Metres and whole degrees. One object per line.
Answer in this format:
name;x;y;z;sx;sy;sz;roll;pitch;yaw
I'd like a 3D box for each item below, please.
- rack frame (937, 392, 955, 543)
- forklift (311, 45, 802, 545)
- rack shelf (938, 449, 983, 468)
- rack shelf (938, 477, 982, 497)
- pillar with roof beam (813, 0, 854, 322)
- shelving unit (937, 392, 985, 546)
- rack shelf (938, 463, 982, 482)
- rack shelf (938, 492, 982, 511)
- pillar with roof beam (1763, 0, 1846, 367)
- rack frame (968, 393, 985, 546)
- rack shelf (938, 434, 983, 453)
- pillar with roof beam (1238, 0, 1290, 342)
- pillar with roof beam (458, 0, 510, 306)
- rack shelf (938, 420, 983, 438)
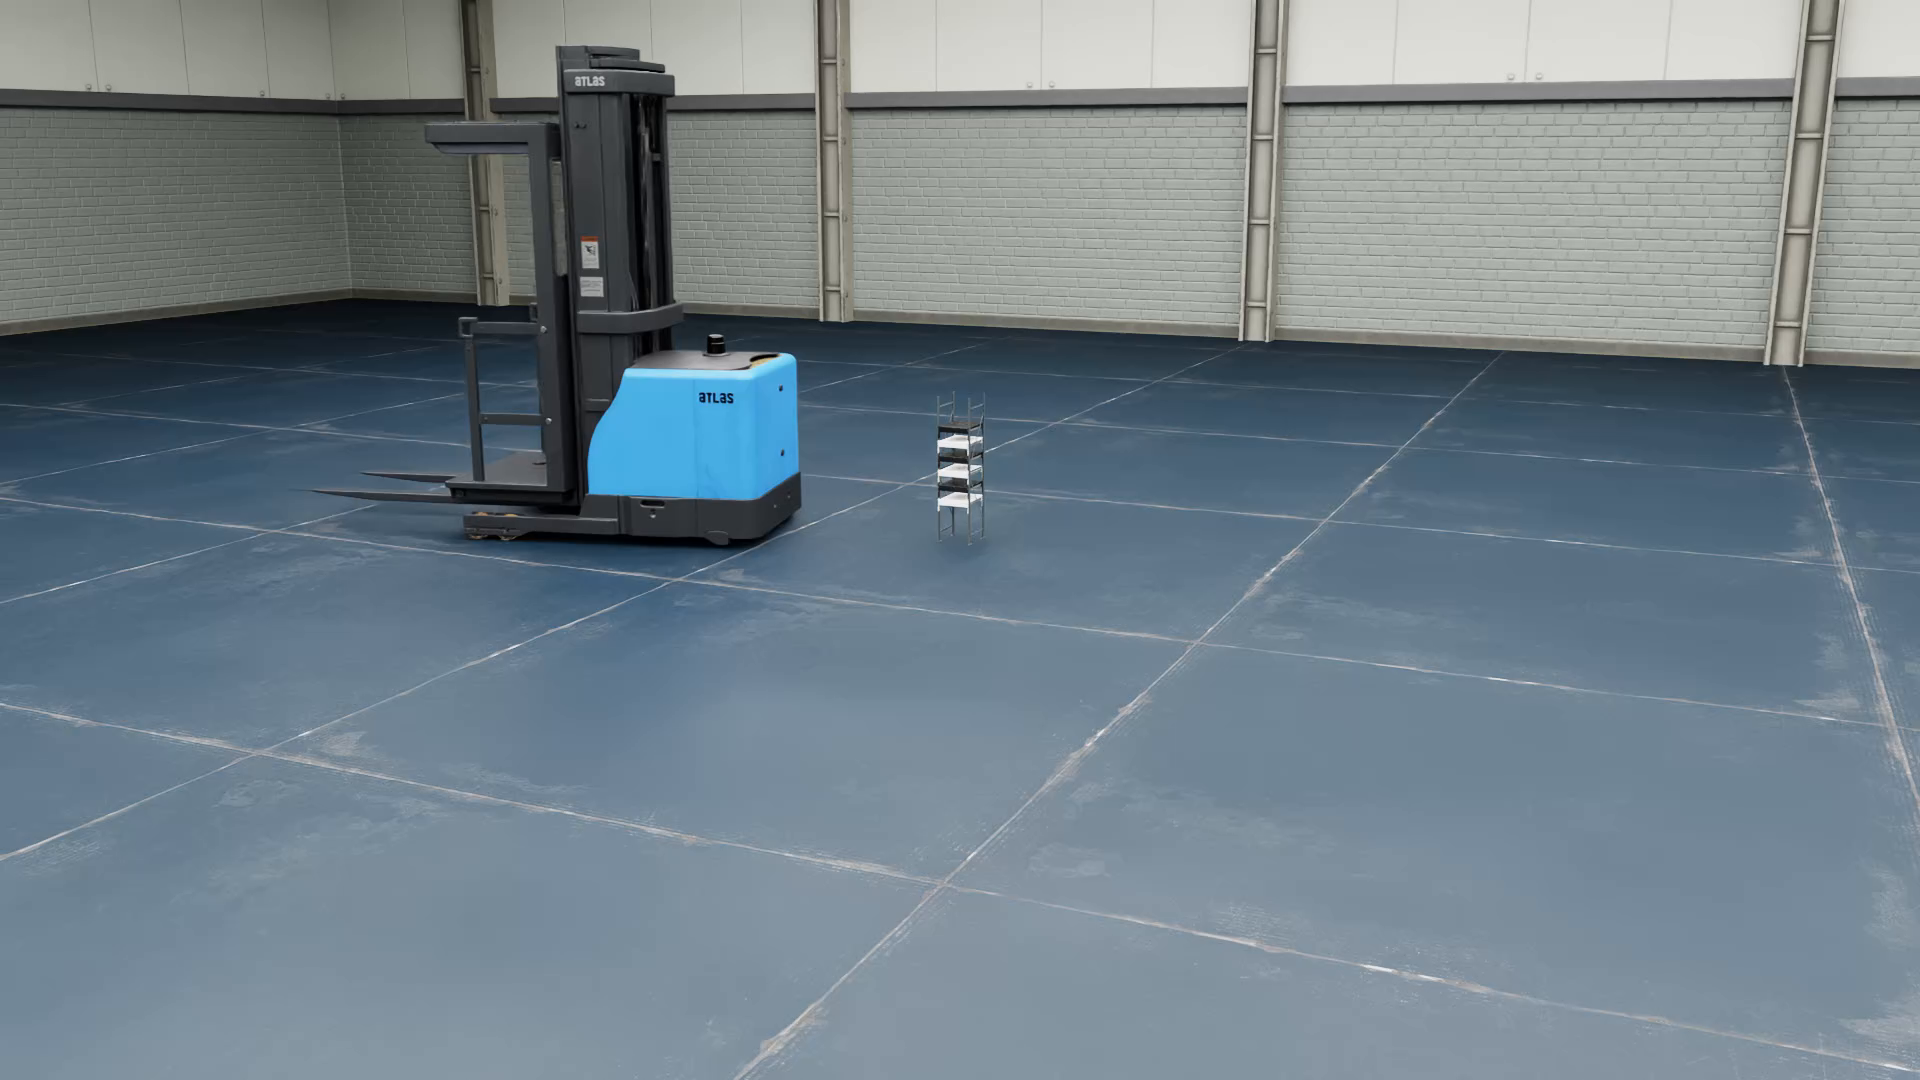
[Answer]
rack frame;-0.086;-0.447;10.189;0.006;0.900;0.240;6;14;23
forklift;-2.602;-1.538;10.392;3.031;2.935;1.130;2;13;10
rack shelf;0.007;-0.493;10.136;0.200;0.077;0.258;6;14;23
rack shelf;0.007;-0.317;10.177;0.200;0.077;0.258;6;14;23
pillar with roof beam;-3.476;-6.567;18.542;0.400;9.000;9.100;6;14;23
shelving unit;0.007;-0.437;10.149;0.210;0.900;0.258;6;14;23
rack shelf;0.007;-0.405;10.156;0.200;0.077;0.258;6;14;23
rack shelf;0.007;-0.230;10.198;0.200;0.077;0.258;6;14;23
pillar with roof beam;7.496;-5.457;13.811;0.400;9.000;9.100;6;14;23
rack frame;0.100;-0.428;10.109;0.006;0.900;0.240;6;14;23
rack shelf;0.007;-0.580;10.115;0.200;0.077;0.258;6;14;23
pillar with roof beam;2.010;-6.012;16.177;0.400;9.000;9.100;6;14;23
pillar with roof beam;-8.962;-7.122;20.908;0.400;9.000;9.100;6;14;23
rack shelf;0.007;-0.668;10.095;0.200;0.077;0.258;6;14;23
